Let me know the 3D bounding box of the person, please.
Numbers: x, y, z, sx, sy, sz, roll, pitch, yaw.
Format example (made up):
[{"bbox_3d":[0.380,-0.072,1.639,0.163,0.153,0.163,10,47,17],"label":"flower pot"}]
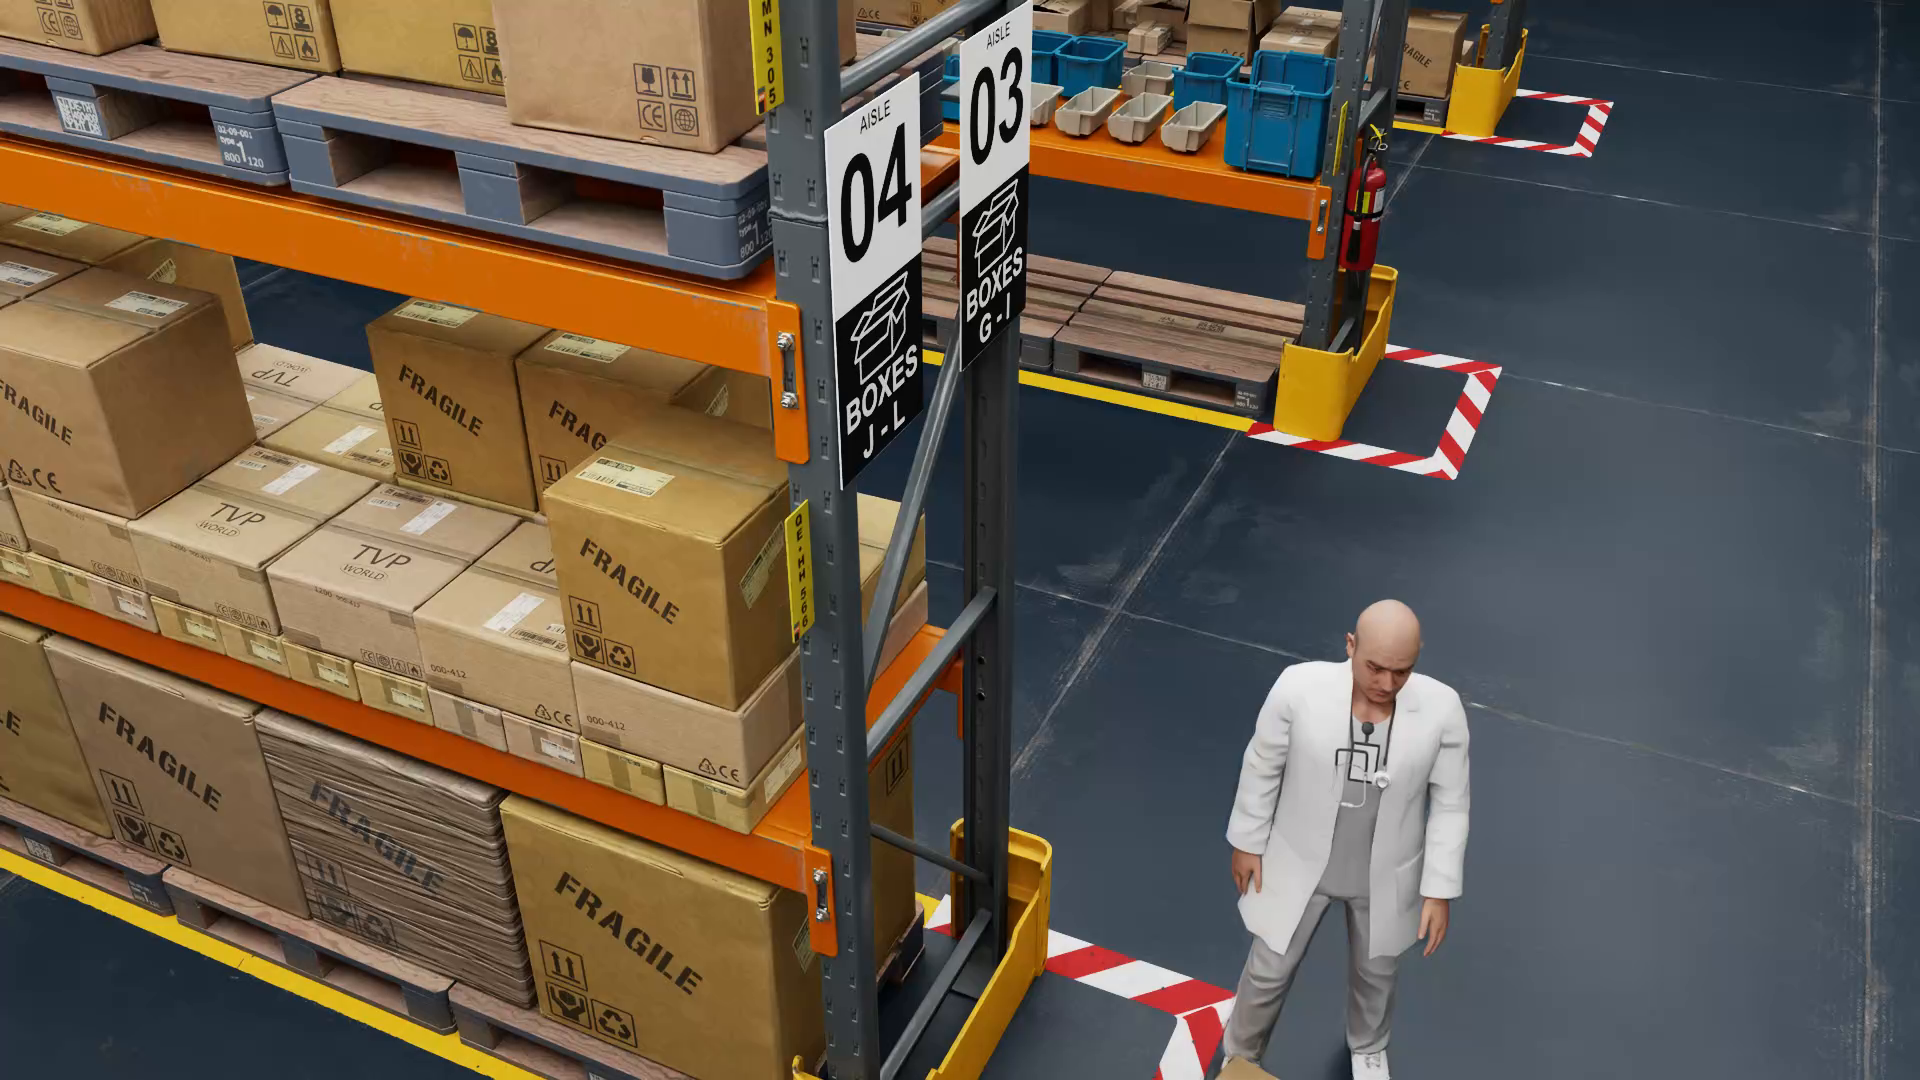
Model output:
[{"bbox_3d":[1.081,0.938,4.740,0.652,1.815,0.480,6,34,9],"label":"person"}]
